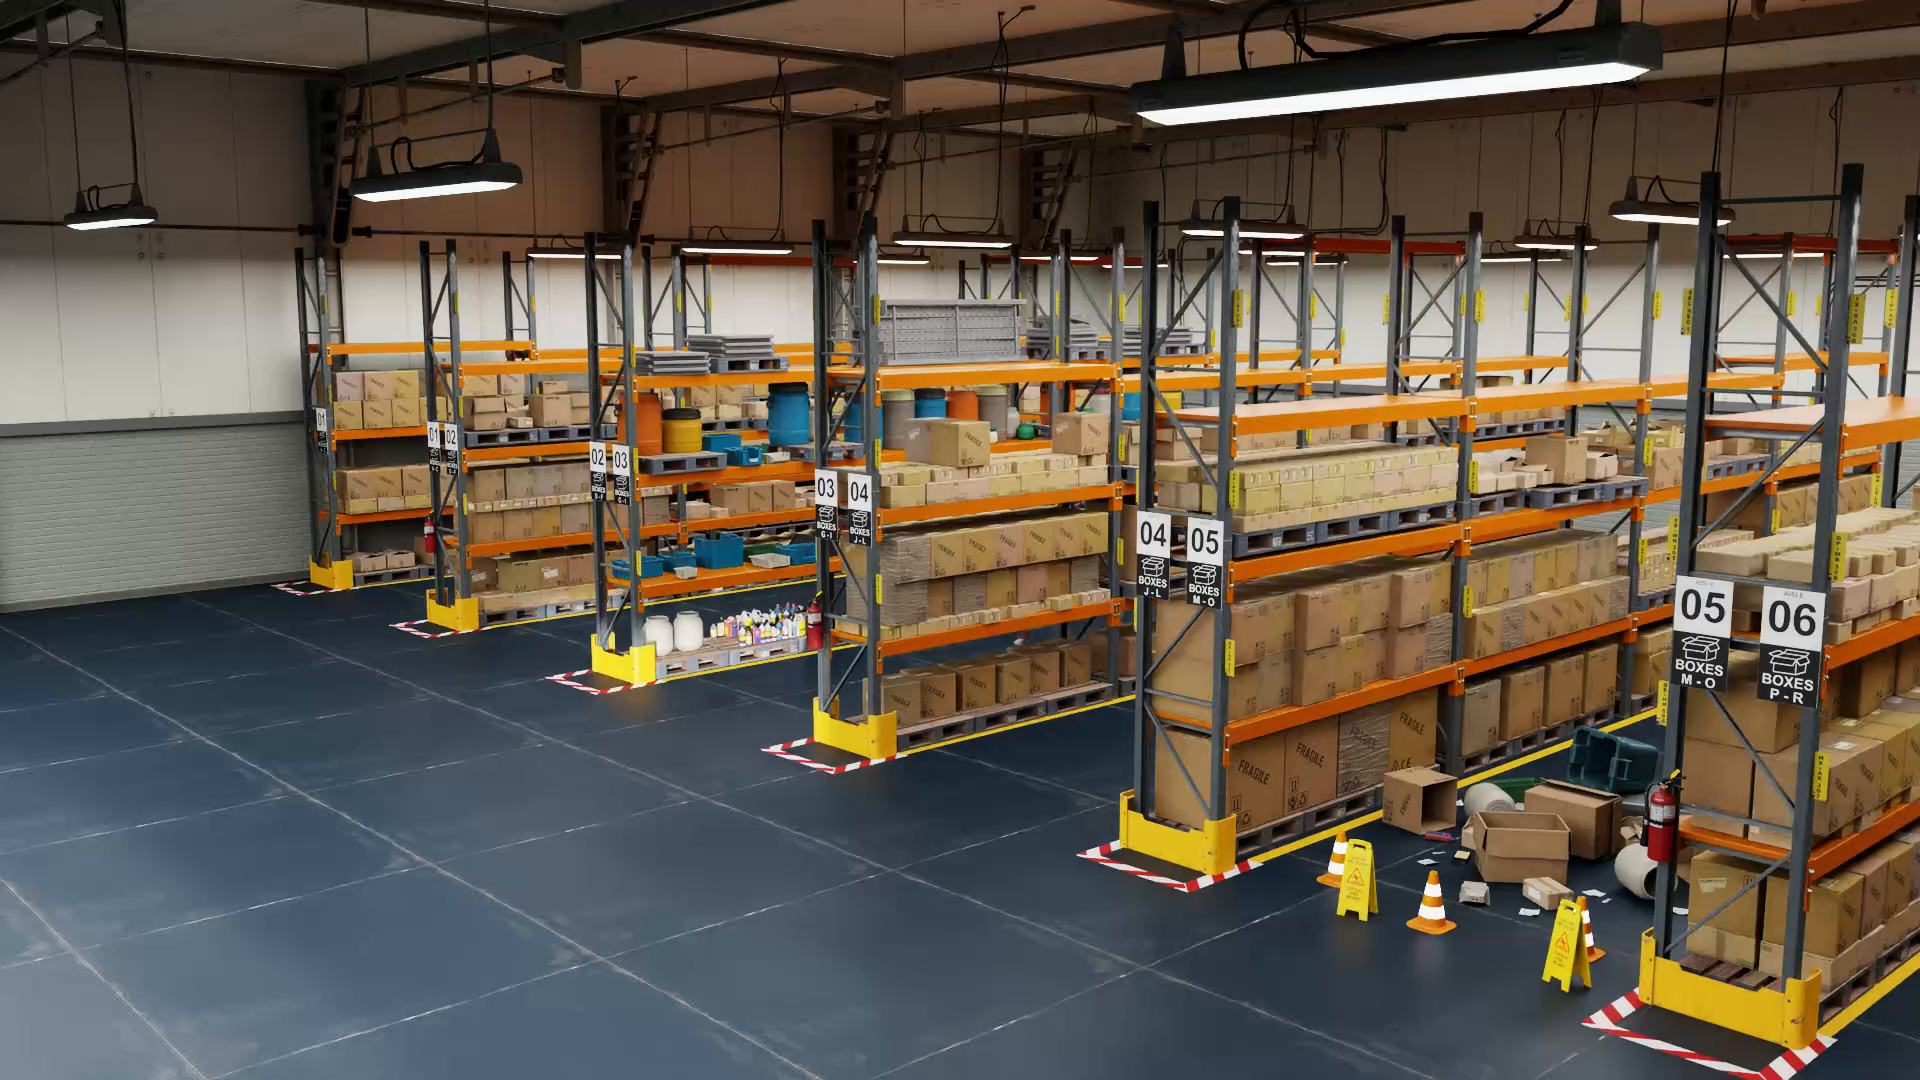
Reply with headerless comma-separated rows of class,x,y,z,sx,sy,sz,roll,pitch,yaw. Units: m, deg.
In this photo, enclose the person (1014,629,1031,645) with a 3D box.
person,0.846,0.660,23.330,0.578,1.641,0.505,7,11,41
